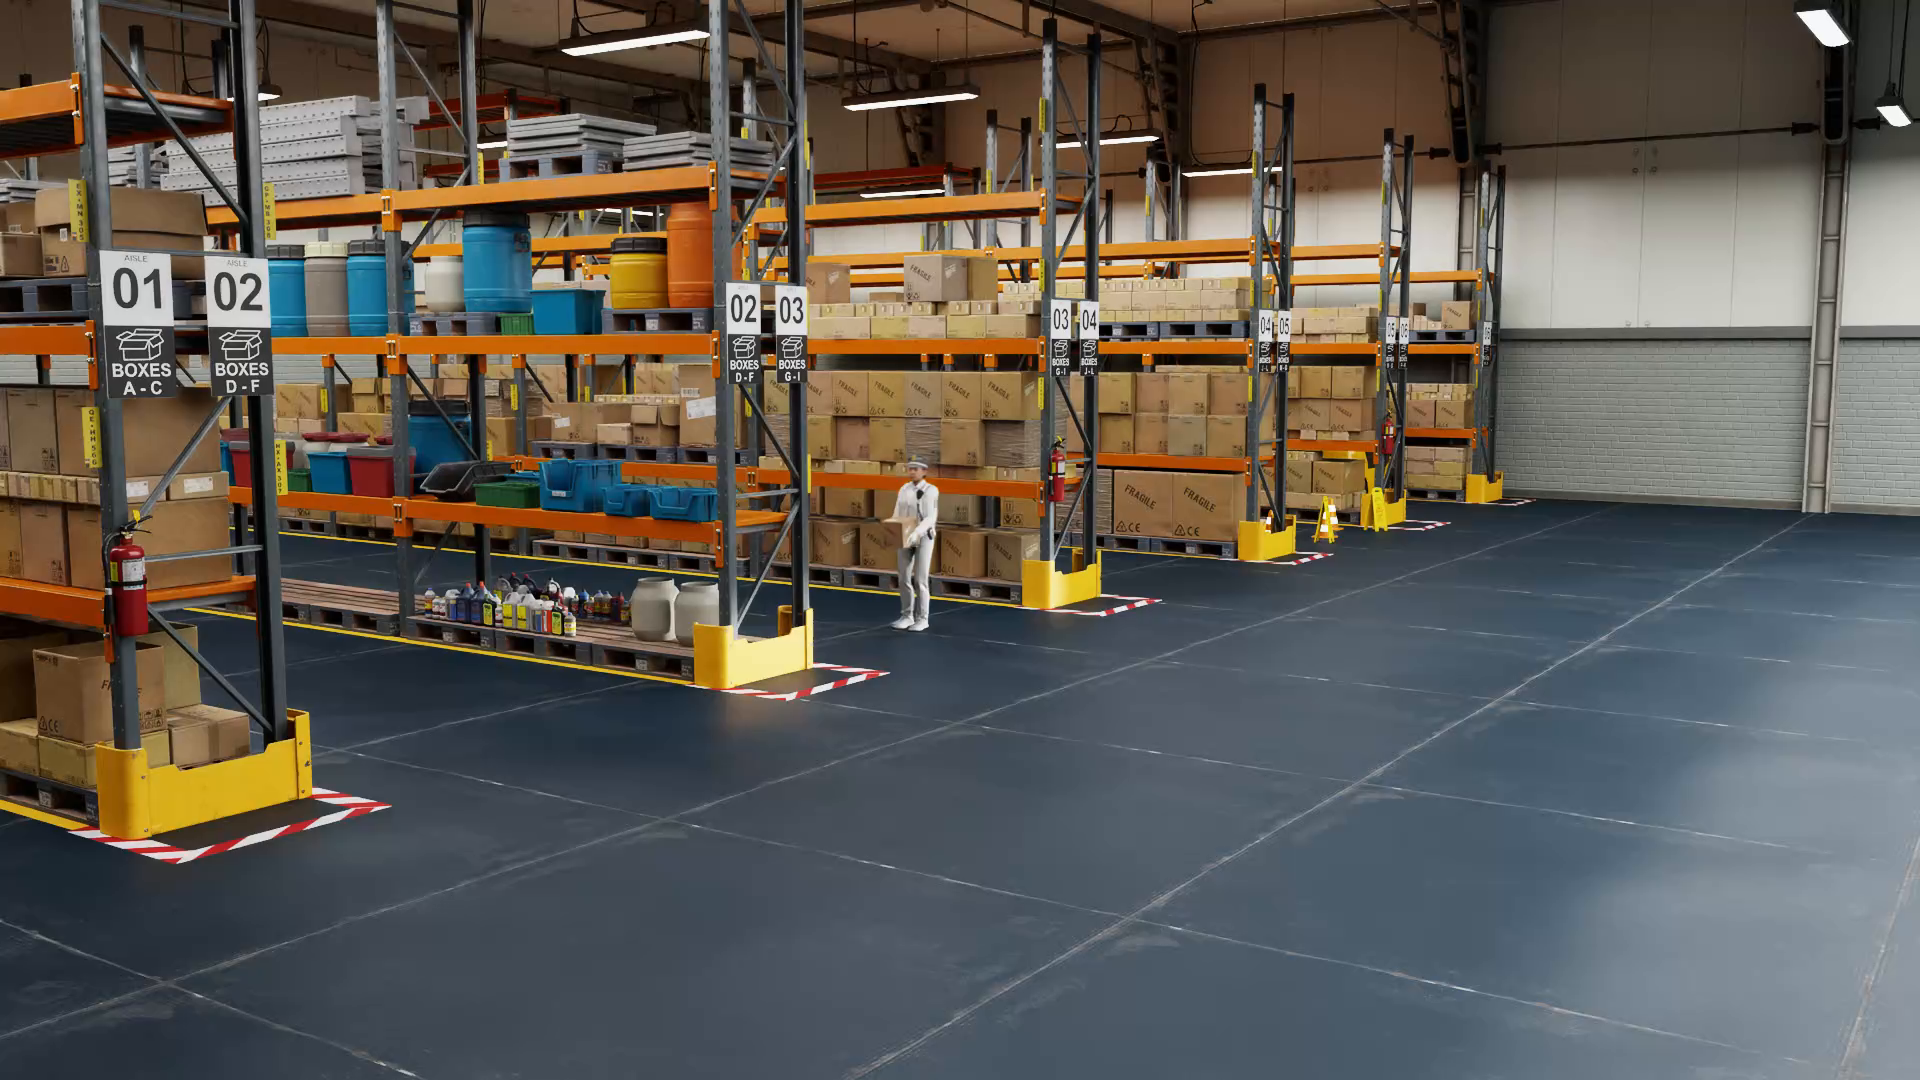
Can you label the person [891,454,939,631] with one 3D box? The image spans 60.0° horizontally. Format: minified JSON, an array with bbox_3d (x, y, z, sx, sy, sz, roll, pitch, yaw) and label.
[{"bbox_3d":[-0.465,0.018,15.997,0.486,1.692,0.503,4,8,33],"label":"person"}]
